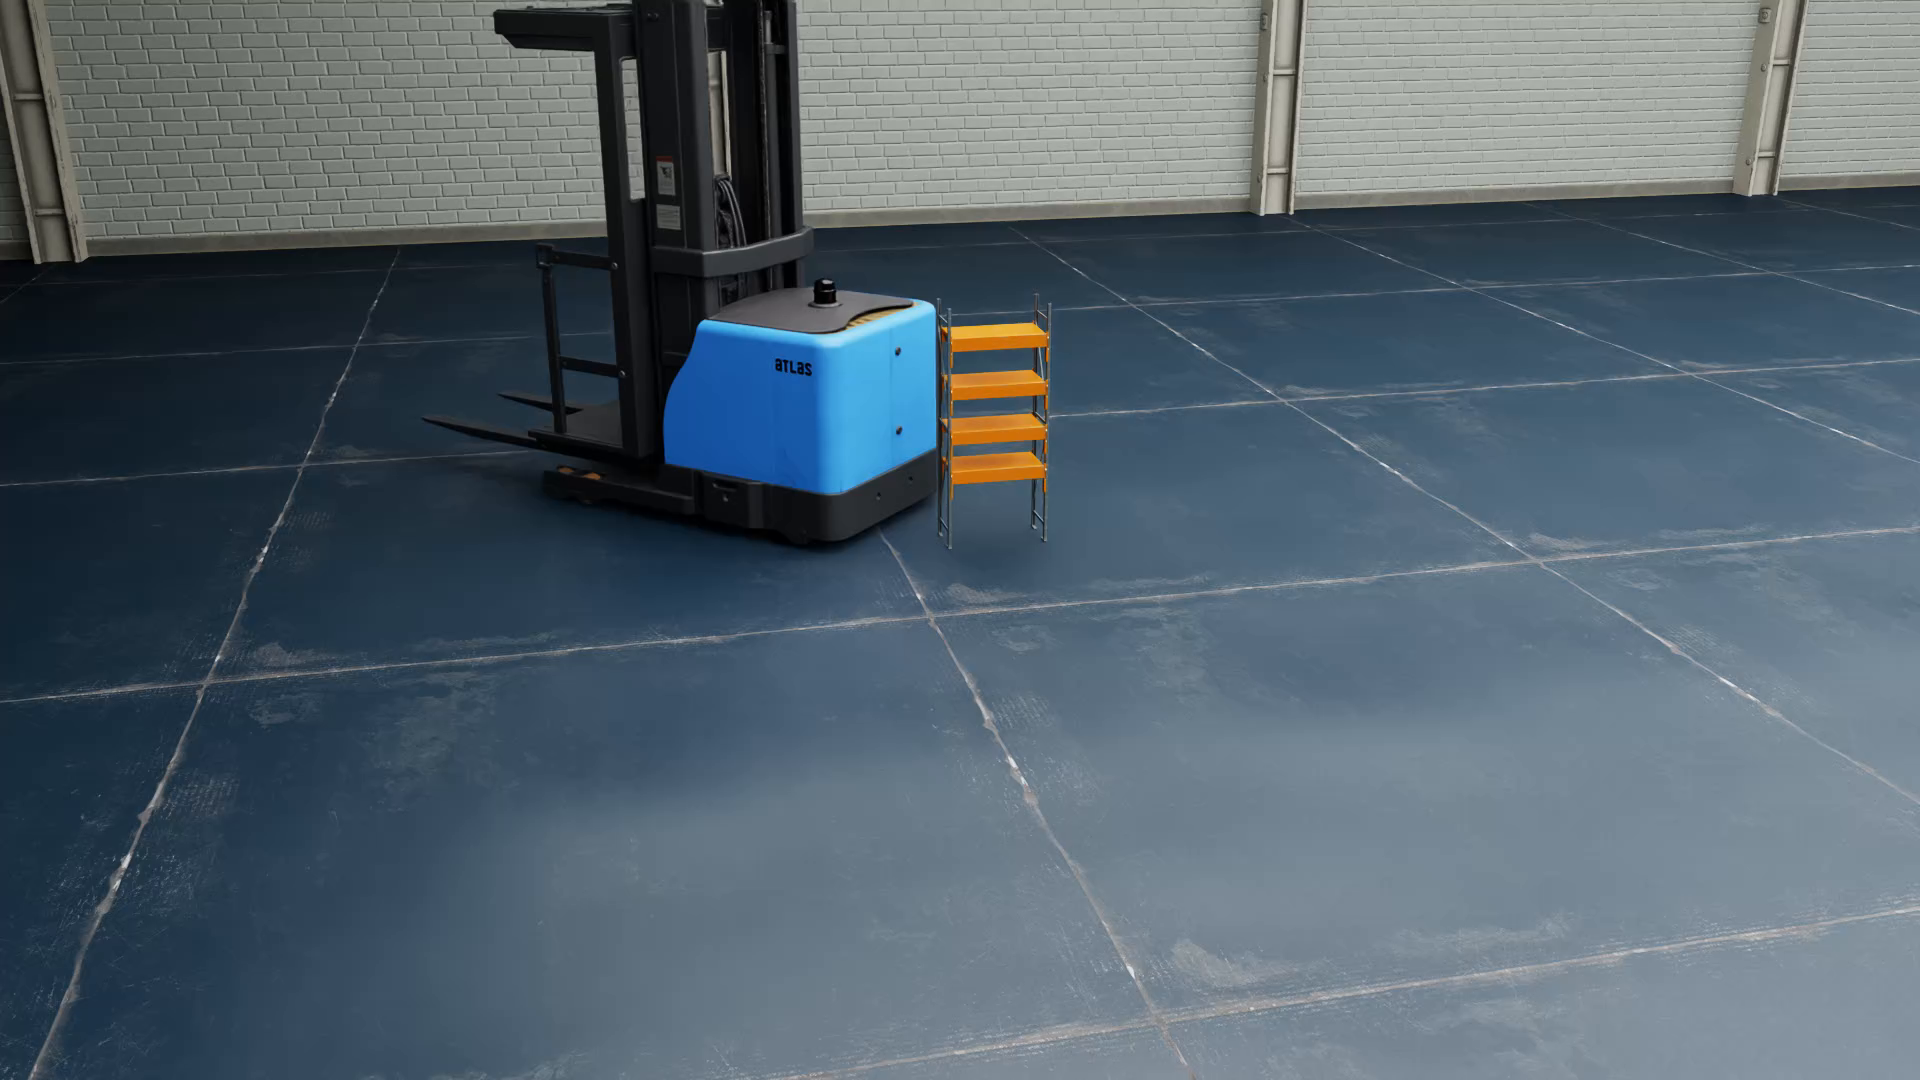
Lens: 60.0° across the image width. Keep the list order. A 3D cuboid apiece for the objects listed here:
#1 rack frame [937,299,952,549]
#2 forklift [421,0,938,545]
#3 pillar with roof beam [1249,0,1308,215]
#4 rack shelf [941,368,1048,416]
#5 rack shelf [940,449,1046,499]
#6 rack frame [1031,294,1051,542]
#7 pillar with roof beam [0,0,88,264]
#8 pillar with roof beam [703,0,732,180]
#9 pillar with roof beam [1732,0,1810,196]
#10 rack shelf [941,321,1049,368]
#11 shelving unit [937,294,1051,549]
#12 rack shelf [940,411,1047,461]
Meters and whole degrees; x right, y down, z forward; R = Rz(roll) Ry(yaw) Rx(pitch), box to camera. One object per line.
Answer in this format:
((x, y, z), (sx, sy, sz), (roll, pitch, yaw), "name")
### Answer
((-0.076, -0.557, 8.091), (0.015, 1.200, 0.240), (-5, 21, -12), "rack frame")
((-1.636, -1.707, 8.713), (3.031, 2.935, 1.130), (11, 23, 28), "forklift")
((4.356, -6.326, 12.502), (0.400, 9.000, 9.100), (-5, 21, -12), "pillar with roof beam")
((0.161, -0.723, 8.090), (0.480, 0.148, 0.258), (-5, 21, -12), "rack shelf")
((0.161, -0.327, 8.235), (0.480, 0.148, 0.258), (-5, 21, -12), "rack shelf")
((0.399, -0.596, 8.197), (0.015, 1.200, 0.240), (-5, 21, -12), "rack frame")
((-7.322, -5.377, 9.909), (0.400, 9.000, 9.100), (-5, 21, -12), "pillar with roof beam")
((-1.483, -5.852, 11.206), (0.400, 9.000, 9.100), (-5, 21, -12), "pillar with roof beam")
((10.195, -6.801, 13.799), (0.400, 9.000, 9.100), (-5, 21, -12), "pillar with roof beam")
((0.161, -0.945, 8.009), (0.480, 0.148, 0.258), (-5, 21, -12), "rack shelf")
((0.161, -0.577, 8.144), (0.503, 1.200, 0.258), (-5, 21, -12), "shelving unit")
((0.161, -0.513, 8.167), (0.480, 0.148, 0.258), (-5, 21, -12), "rack shelf")
